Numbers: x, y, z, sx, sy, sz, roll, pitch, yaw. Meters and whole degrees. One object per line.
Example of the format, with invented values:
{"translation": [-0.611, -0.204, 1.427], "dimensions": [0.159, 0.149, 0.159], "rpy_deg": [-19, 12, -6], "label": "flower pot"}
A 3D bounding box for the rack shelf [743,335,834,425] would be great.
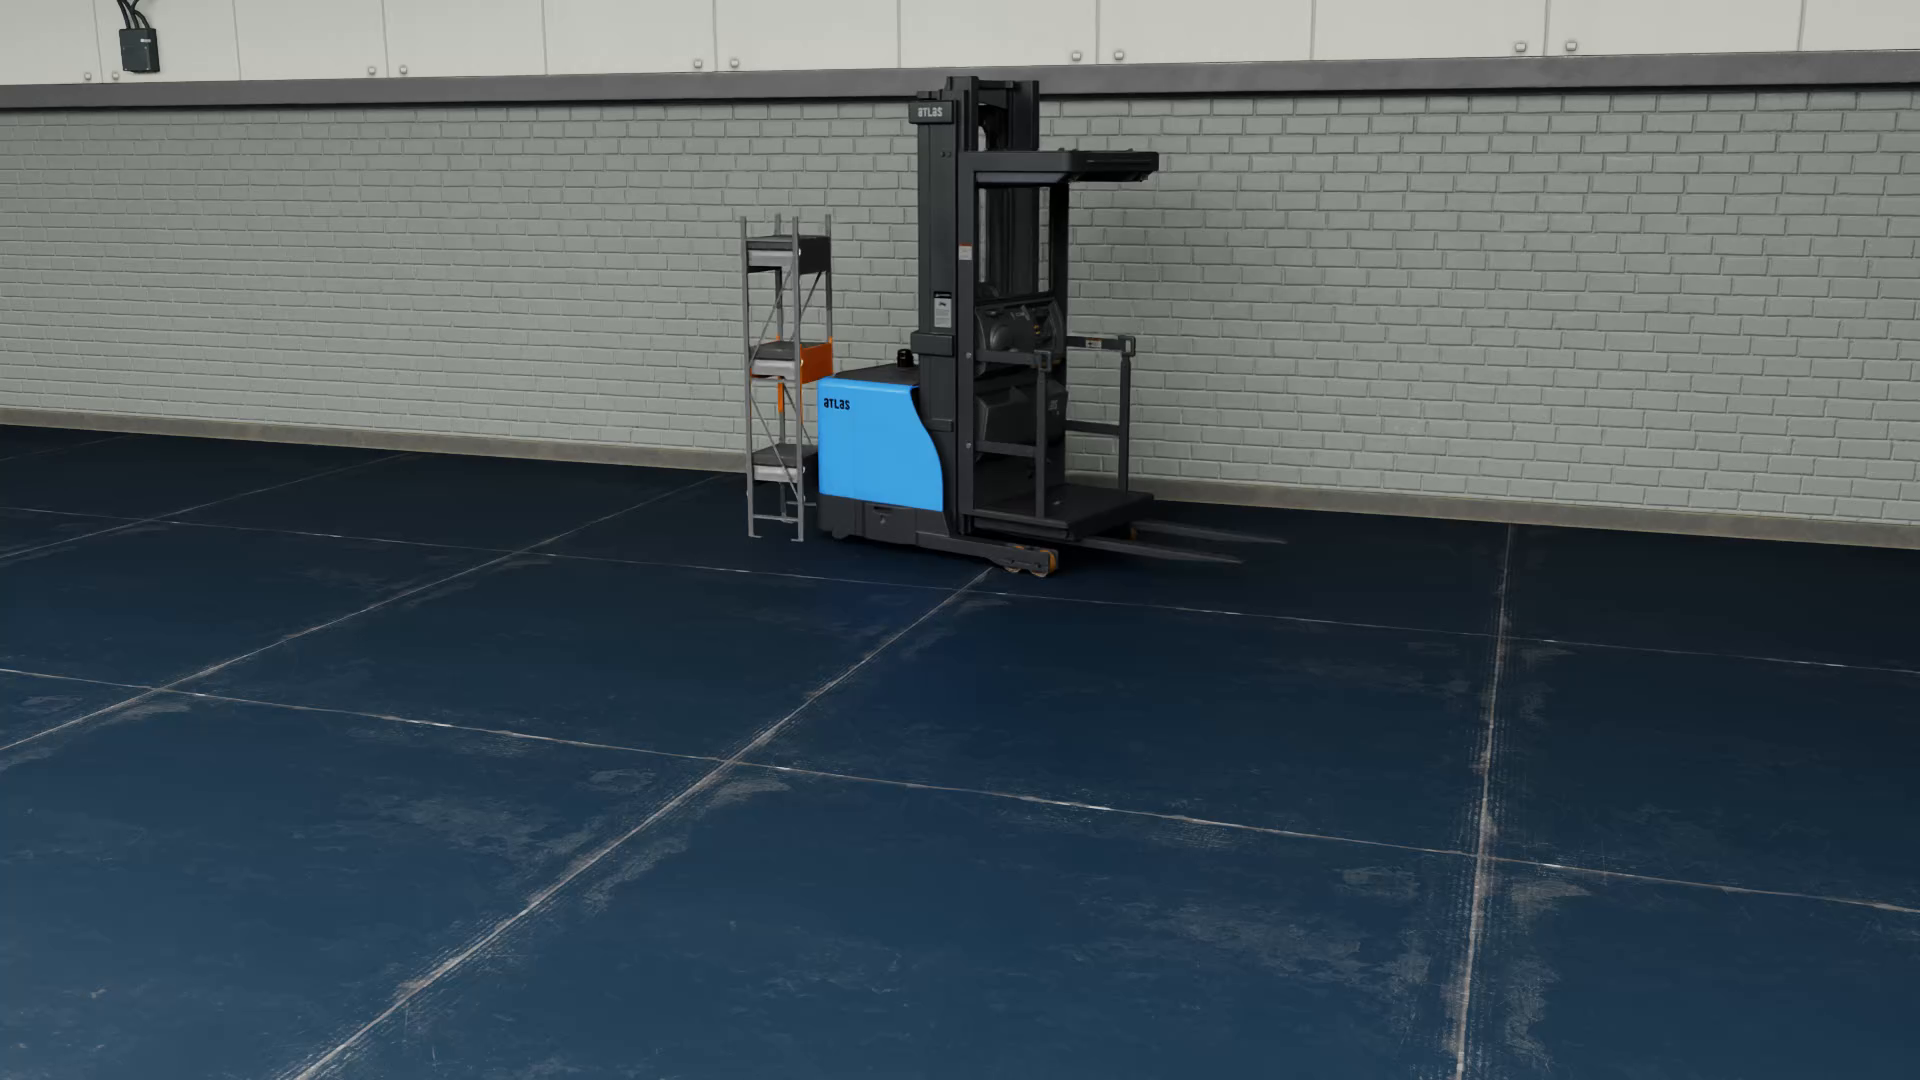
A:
{"translation": [-1.127, -1.065, 10.994], "dimensions": [0.431, 0.518, 0.480], "rpy_deg": [5, 14, 20], "label": "rack shelf"}

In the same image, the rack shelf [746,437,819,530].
{"translation": [-1.129, -0.383, 11.151], "dimensions": [0.431, 0.518, 0.480], "rpy_deg": [5, 14, 20], "label": "rack shelf"}

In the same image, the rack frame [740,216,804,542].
{"translation": [-1.213, -1.028, 10.768], "dimensions": [0.400, 2.100, 0.015], "rpy_deg": [5, 14, 20], "label": "rack frame"}

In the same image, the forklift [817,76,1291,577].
{"translation": [0.553, -1.338, 10.264], "dimensions": [3.031, 2.935, 1.130], "rpy_deg": [9, 16, 34], "label": "forklift"}

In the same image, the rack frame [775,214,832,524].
{"translation": [-1.042, -1.129, 11.214], "dimensions": [0.400, 2.100, 0.015], "rpy_deg": [5, 14, 20], "label": "rack frame"}

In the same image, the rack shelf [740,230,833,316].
{"translation": [-1.126, -1.747, 10.838], "dimensions": [0.431, 0.518, 0.480], "rpy_deg": [5, 14, 20], "label": "rack shelf"}

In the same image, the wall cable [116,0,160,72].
{"translation": [-6.144, -6.910, 13.396], "dimensions": [2.305, 6.003, 0.169], "rpy_deg": [4, 14, 18], "label": "wall cable"}

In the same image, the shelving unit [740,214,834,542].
{"translation": [-1.127, -1.078, 10.991], "dimensions": [0.431, 2.100, 0.503], "rpy_deg": [5, 14, 20], "label": "shelving unit"}
